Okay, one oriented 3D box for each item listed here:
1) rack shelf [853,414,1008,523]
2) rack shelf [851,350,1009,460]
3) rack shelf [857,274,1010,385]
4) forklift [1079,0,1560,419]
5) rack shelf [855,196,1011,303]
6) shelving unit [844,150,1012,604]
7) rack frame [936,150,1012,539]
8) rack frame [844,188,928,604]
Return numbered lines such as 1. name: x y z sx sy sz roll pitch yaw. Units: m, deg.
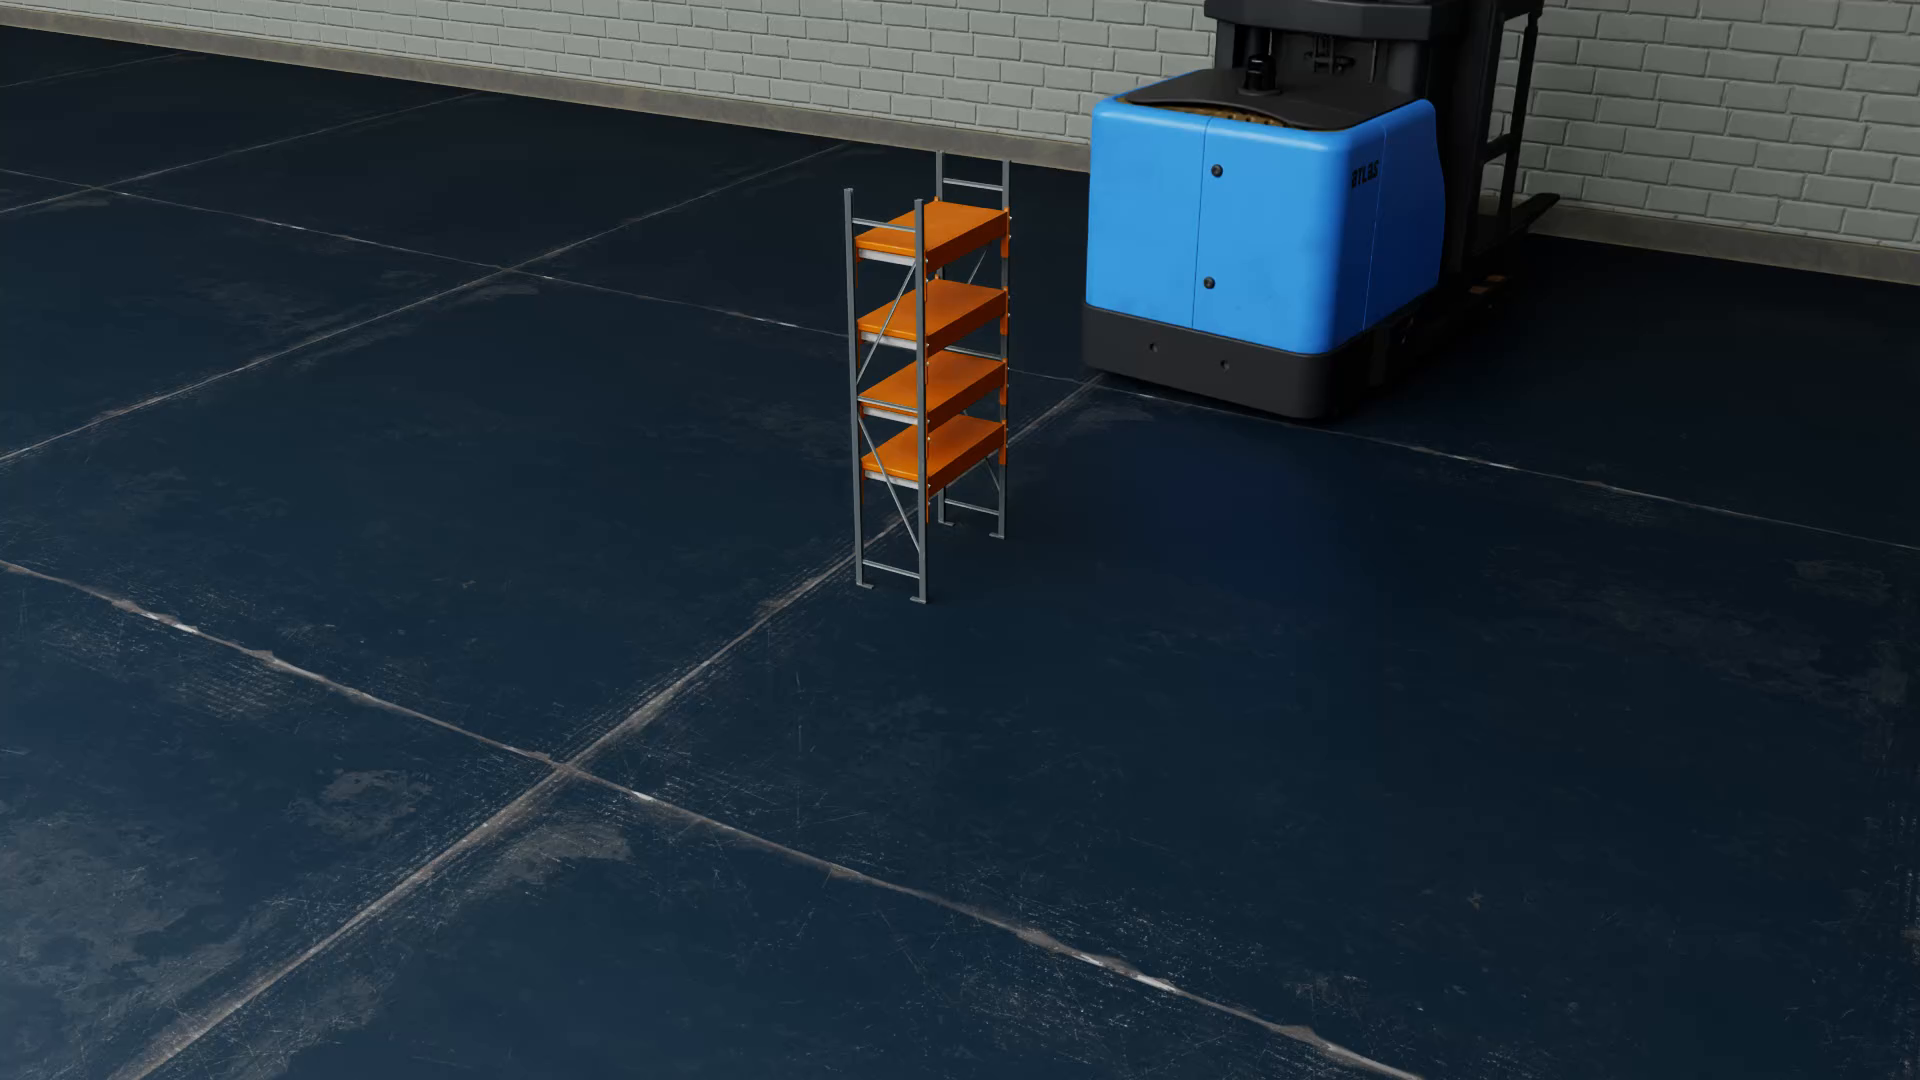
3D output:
1. rack shelf: -0.081 -0.234 4.972 0.258 0.148 0.480 14 30 26
2. rack shelf: -0.081 -0.412 4.883 0.258 0.148 0.480 14 30 26
3. rack shelf: -0.081 -0.612 4.783 0.258 0.148 0.480 14 30 26
4. forklift: 1.752 -2.344 6.657 1.130 2.935 3.031 19 32 32
5. rack shelf: -0.081 -0.823 4.677 0.258 0.148 0.480 14 30 26
6. shelving unit: -0.081 -0.472 4.853 0.258 1.200 0.503 14 30 26
7. rack frame: 0.039 -0.567 5.043 0.240 1.200 0.015 14 30 26
8. rack frame: -0.201 -0.377 4.663 0.240 1.200 0.015 14 30 26
